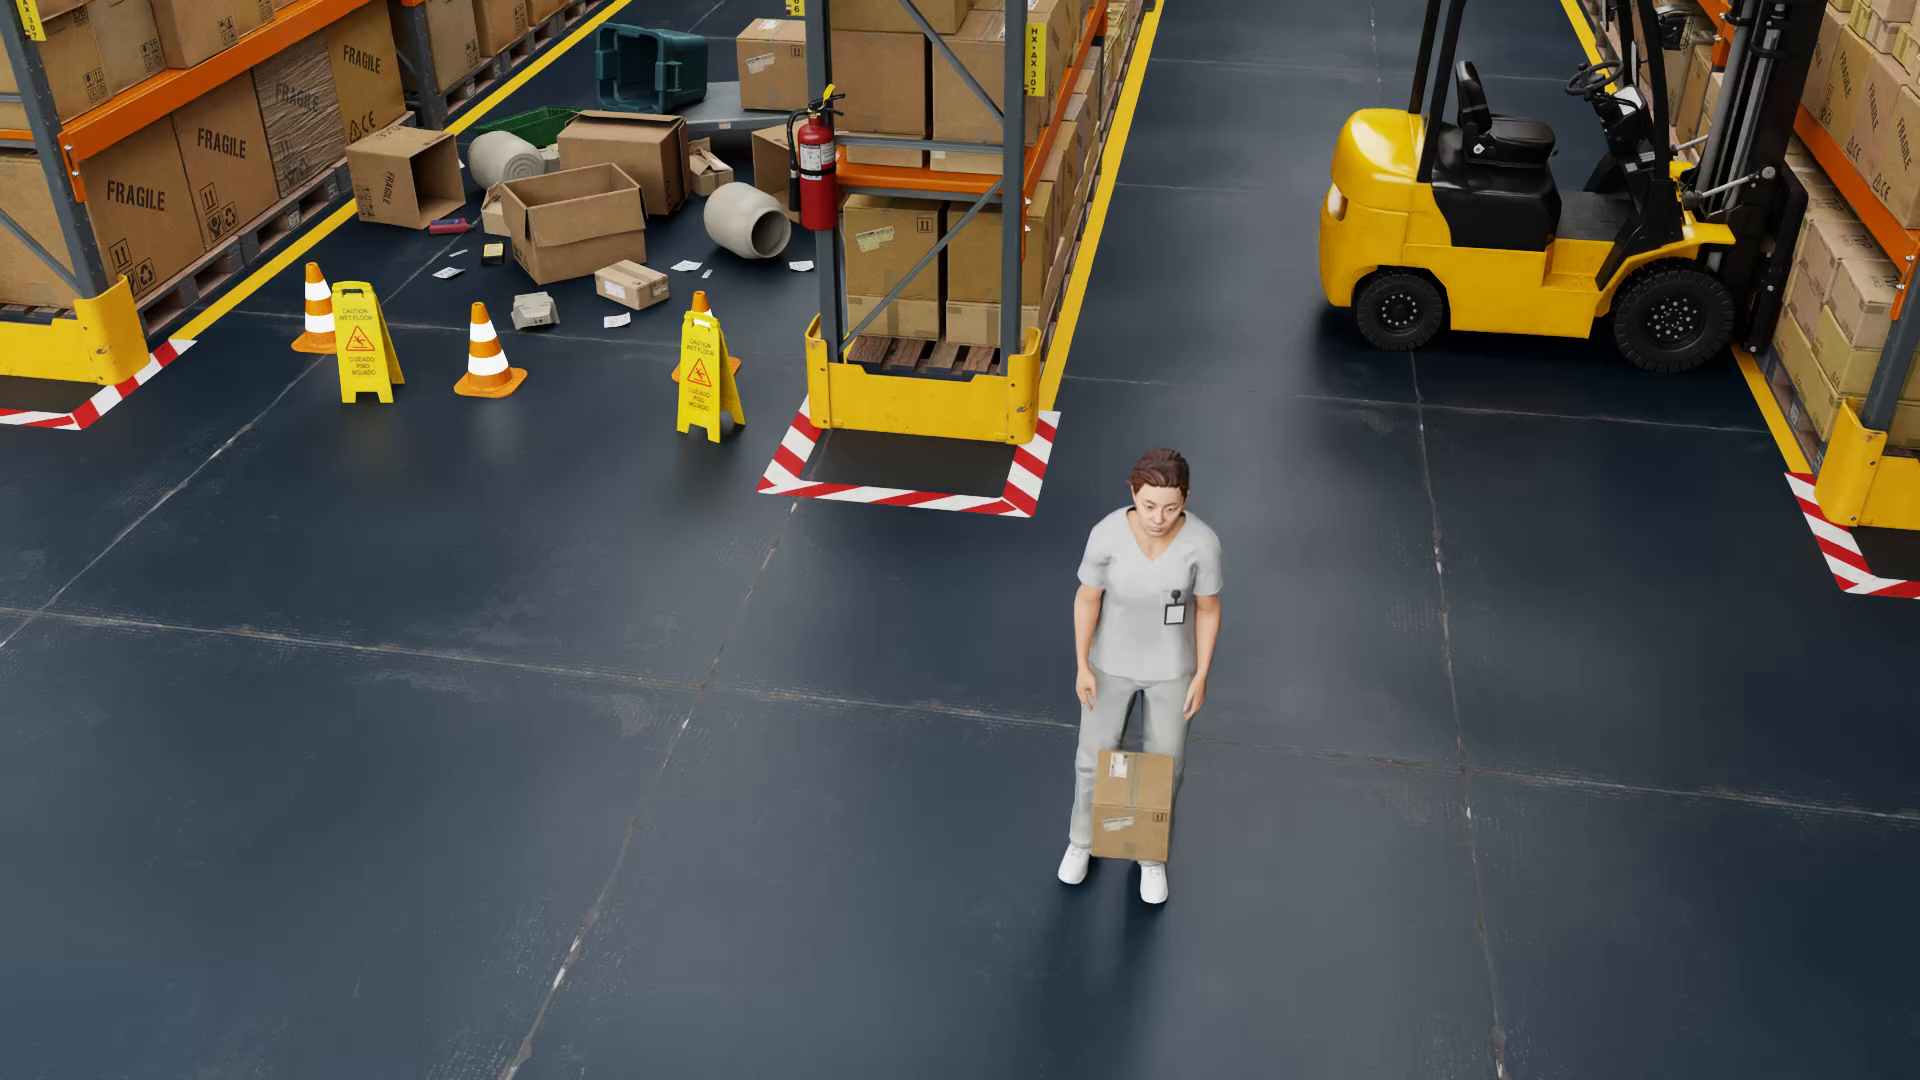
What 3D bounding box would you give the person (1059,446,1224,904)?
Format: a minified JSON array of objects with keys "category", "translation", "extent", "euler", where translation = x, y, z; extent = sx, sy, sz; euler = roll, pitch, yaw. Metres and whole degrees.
[{"category":"person","translation":[0.594,0.444,5.439],"extent":[0.476,1.675,0.415],"euler":[4,33,7]}]
